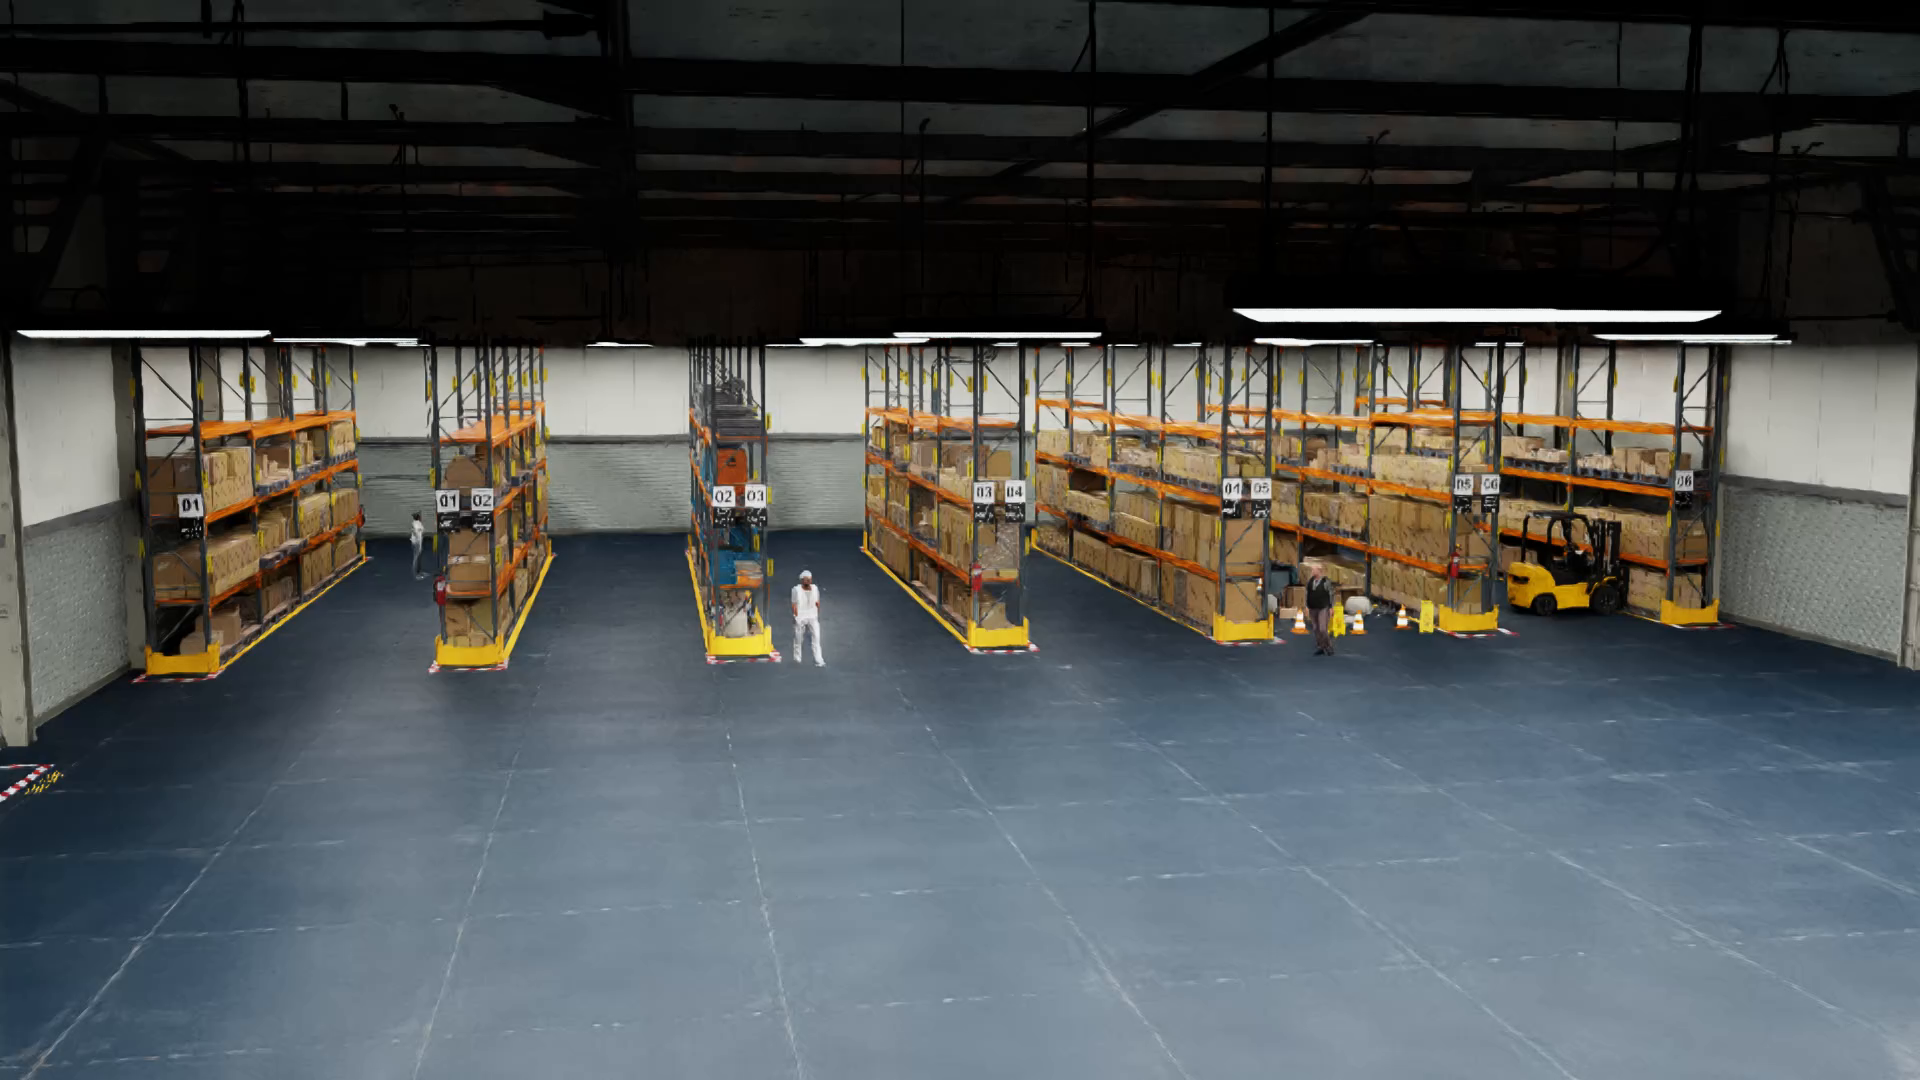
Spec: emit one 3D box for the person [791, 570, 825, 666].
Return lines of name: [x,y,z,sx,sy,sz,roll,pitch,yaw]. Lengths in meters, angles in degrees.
person: [-2.791,1.405,30.161,0.554,1.724,1.029,-2,7,-18]

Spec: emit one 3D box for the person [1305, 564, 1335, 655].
person: [6.745,1.300,31.169,0.631,1.712,0.455,6,9,41]

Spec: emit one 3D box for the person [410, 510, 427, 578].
person: [-13.576,0.096,41.729,0.436,1.680,0.546,-4,8,-33]
